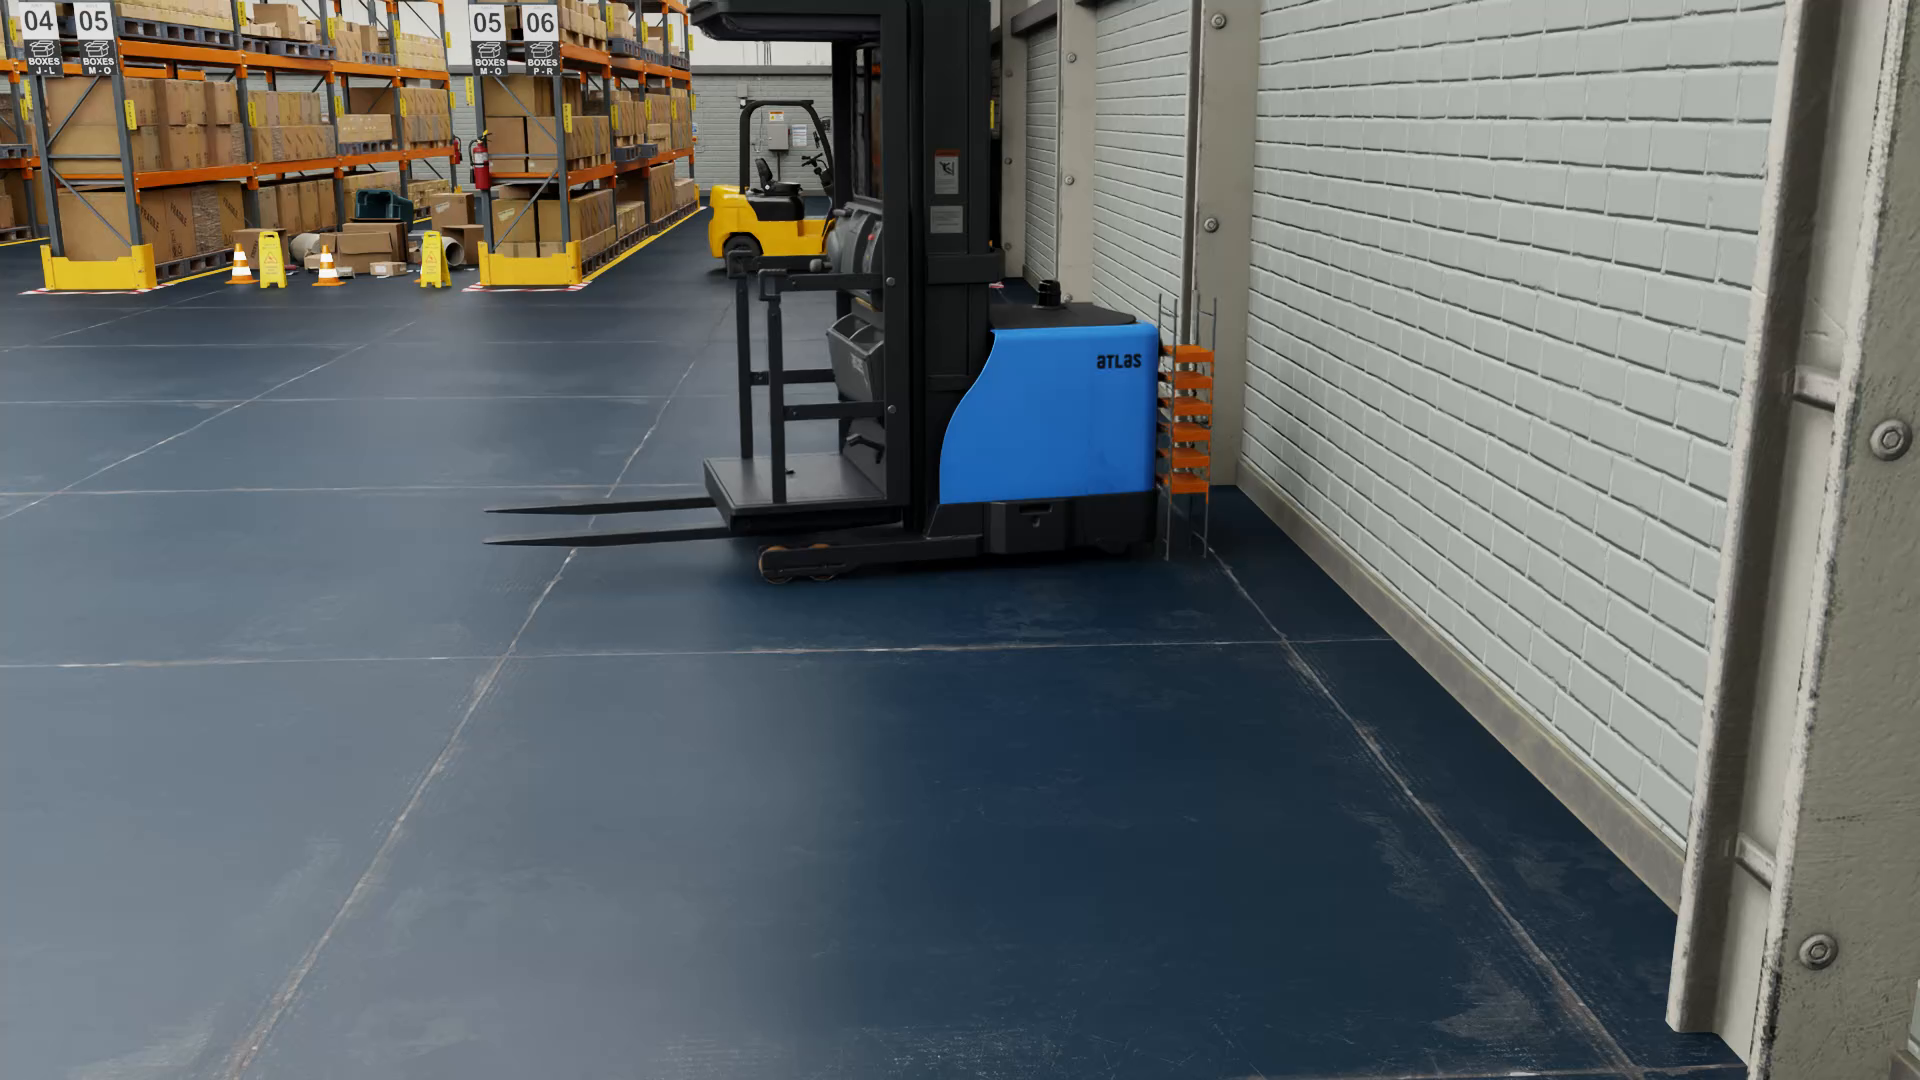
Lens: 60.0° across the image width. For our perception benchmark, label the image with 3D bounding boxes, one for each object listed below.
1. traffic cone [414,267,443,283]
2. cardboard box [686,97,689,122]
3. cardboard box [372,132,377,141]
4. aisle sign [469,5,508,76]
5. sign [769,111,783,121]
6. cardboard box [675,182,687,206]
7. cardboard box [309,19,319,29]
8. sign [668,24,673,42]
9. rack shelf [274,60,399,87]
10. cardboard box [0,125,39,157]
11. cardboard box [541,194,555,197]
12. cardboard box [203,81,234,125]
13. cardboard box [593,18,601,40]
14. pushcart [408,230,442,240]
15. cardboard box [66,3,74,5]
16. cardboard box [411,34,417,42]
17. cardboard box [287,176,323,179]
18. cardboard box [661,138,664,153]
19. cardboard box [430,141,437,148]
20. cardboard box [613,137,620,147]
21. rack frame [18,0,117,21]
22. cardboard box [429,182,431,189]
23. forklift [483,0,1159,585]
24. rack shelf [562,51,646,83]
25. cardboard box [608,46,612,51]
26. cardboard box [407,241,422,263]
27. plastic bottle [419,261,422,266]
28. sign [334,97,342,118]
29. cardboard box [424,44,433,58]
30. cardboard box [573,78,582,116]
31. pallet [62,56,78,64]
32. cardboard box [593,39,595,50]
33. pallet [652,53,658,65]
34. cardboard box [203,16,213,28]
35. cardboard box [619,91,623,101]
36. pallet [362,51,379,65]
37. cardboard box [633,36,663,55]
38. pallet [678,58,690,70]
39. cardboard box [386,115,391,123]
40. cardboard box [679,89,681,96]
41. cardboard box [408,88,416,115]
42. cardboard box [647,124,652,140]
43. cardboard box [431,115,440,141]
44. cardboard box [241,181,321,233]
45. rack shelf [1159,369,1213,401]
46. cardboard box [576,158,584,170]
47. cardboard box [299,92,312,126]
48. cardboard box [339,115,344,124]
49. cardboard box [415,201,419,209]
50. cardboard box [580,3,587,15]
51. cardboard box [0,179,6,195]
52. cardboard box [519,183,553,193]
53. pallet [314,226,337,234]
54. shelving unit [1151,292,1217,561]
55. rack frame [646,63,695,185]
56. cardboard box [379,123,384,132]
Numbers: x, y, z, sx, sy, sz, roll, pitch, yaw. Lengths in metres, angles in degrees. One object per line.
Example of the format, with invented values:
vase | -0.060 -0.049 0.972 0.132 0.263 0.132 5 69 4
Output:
traffic cone | -6.470 -3.385 20.255 0.336 0.463 0.334 -1 14 -3
cardboard box | -5.818 -8.793 33.974 0.500 0.500 0.500 -1 14 -3
cardboard box | -10.543 -7.138 29.409 0.380 0.149 0.250 -2 15 -6
aisle sign | -5.441 -5.766 19.200 0.394 0.787 0.004 -1 14 -3
sign | -4.482 -10.355 40.594 0.339 0.242 0.001 -1 14 -3
cardboard box | -5.887 -6.854 32.946 0.875 0.438 0.875 -1 14 -5
cardboard box | -10.970 -8.703 28.075 0.396 0.266 0.258 -1 14 -3
sign | -5.358 -9.378 30.765 0.100 0.325 0.005 -1 14 -3
rack shelf | -10.710 -8.017 28.588 1.077 0.370 4.000 -1 14 -3
cardboard box | -15.301 -6.537 27.213 0.500 0.500 0.500 0 14 -2
cardboard box | -5.526 -4.212 21.549 0.500 0.500 0.500 -1 14 -5
cardboard box | -10.199 -5.788 22.036 0.875 0.550 0.550 -1 14 -3
cardboard box | -5.075 -6.815 22.176 0.500 0.250 0.500 -1 14 -4
pushcart | -7.676 -4.204 23.609 1.648 0.377 0.936 -6 16 -23
cardboard box | -10.399 -6.319 19.206 0.500 0.250 0.500 -1 14 -3
cardboard box | -10.643 -9.629 31.907 0.380 0.149 0.250 0 14 -1
cardboard box | -10.890 -5.937 27.750 0.500 0.250 0.500 -1 14 -5
cardboard box | -5.577 -7.079 29.819 0.500 0.250 0.500 -1 14 -5
cardboard box | -10.745 -7.953 33.419 0.380 0.149 0.250 -2 15 -6
cardboard box | -5.123 -5.746 24.000 0.380 0.149 0.250 -1 14 -3
rack frame | -10.090 -7.331 18.459 1.000 3.000 0.127 -1 14 -3
cardboard box | -10.764 -7.063 33.143 0.380 0.149 0.250 -1 14 -5
forklift | -0.658 -1.370 7.470 3.031 2.935 1.130 -4 15 -15
rack shelf | -5.528 -7.123 25.116 1.077 0.370 4.000 -1 14 -3
cardboard box | -5.529 -7.640 25.474 0.797 0.503 0.637 -1 14 -3
cardboard box | -7.495 -3.962 22.892 0.258 0.266 0.396 -13 20 -42
plastic bottle | -7.196 -3.749 22.474 0.133 0.061 0.283 2 15 6
sign | -10.032 -6.985 26.831 0.100 0.325 0.005 -1 14 -3
cardboard box | -10.737 -9.662 32.835 0.500 0.250 0.500 -1 14 -3
cardboard box | -5.593 -6.086 22.855 0.700 0.500 0.500 -1 14 -4
pallet | -15.708 -8.162 28.089 1.003 0.211 1.213 0 14 -1
cardboard box | -5.112 -6.652 22.343 0.380 0.149 0.250 -1 14 -3
pallet | -5.817 -8.315 28.683 1.003 0.211 1.213 0 14 -1
cardboard box | -9.947 -6.727 21.592 0.380 0.149 0.250 -1 14 -3
cardboard box | -5.250 -6.623 24.804 0.380 0.149 0.250 0 14 0
pallet | -10.834 -8.358 28.850 1.213 0.211 1.003 -1 14 -3
cardboard box | -5.635 -8.908 29.946 0.500 0.311 0.500 -1 14 -3
pallet | -6.091 -9.732 33.987 1.003 0.211 1.213 -1 14 -3
cardboard box | -10.614 -7.683 30.334 0.380 0.149 0.250 0 14 -1
cardboard box | -5.791 -8.950 33.284 0.380 0.149 0.250 -1 14 -2
cardboard box | -10.666 -8.331 31.582 0.500 0.500 0.500 -1 14 -5
cardboard box | -5.436 -6.816 27.795 0.500 0.250 0.500 -1 14 -4
cardboard box | -10.729 -8.235 33.216 0.500 0.500 0.500 -1 14 -3
cardboard box | -10.580 -5.159 25.728 1.050 0.750 0.750 -1 14 -3
rack shelf | 1.024 -0.708 7.586 0.180 0.103 0.258 -3 15 -11
cardboard box | -4.905 -4.687 20.726 0.380 0.149 0.250 -1 14 -3
cardboard box | -10.535 -6.710 25.879 0.700 0.500 0.500 -1 14 -4
cardboard box | -10.440 -6.970 27.562 0.380 0.149 0.250 -1 14 -5
cardboard box | -10.552 -6.394 31.737 0.380 0.149 0.250 0 14 -2
cardboard box | -4.975 -6.779 21.239 0.380 0.149 0.250 -1 14 -3
cardboard box | -15.471 -5.563 26.257 0.500 0.250 0.500 0 14 -1
cardboard box | -5.635 -4.693 22.116 0.380 0.149 0.250 0 14 0
pallet | -10.612 -4.867 26.520 1.003 0.211 1.213 -1 14 -3
shelving unit | 1.024 -0.519 7.635 0.189 1.200 0.258 -3 15 -11
rack frame | -6.147 -8.506 35.066 1.000 3.000 0.127 -1 14 -3
cardboard box | -10.582 -7.412 29.880 0.380 0.149 0.250 0 14 -1
